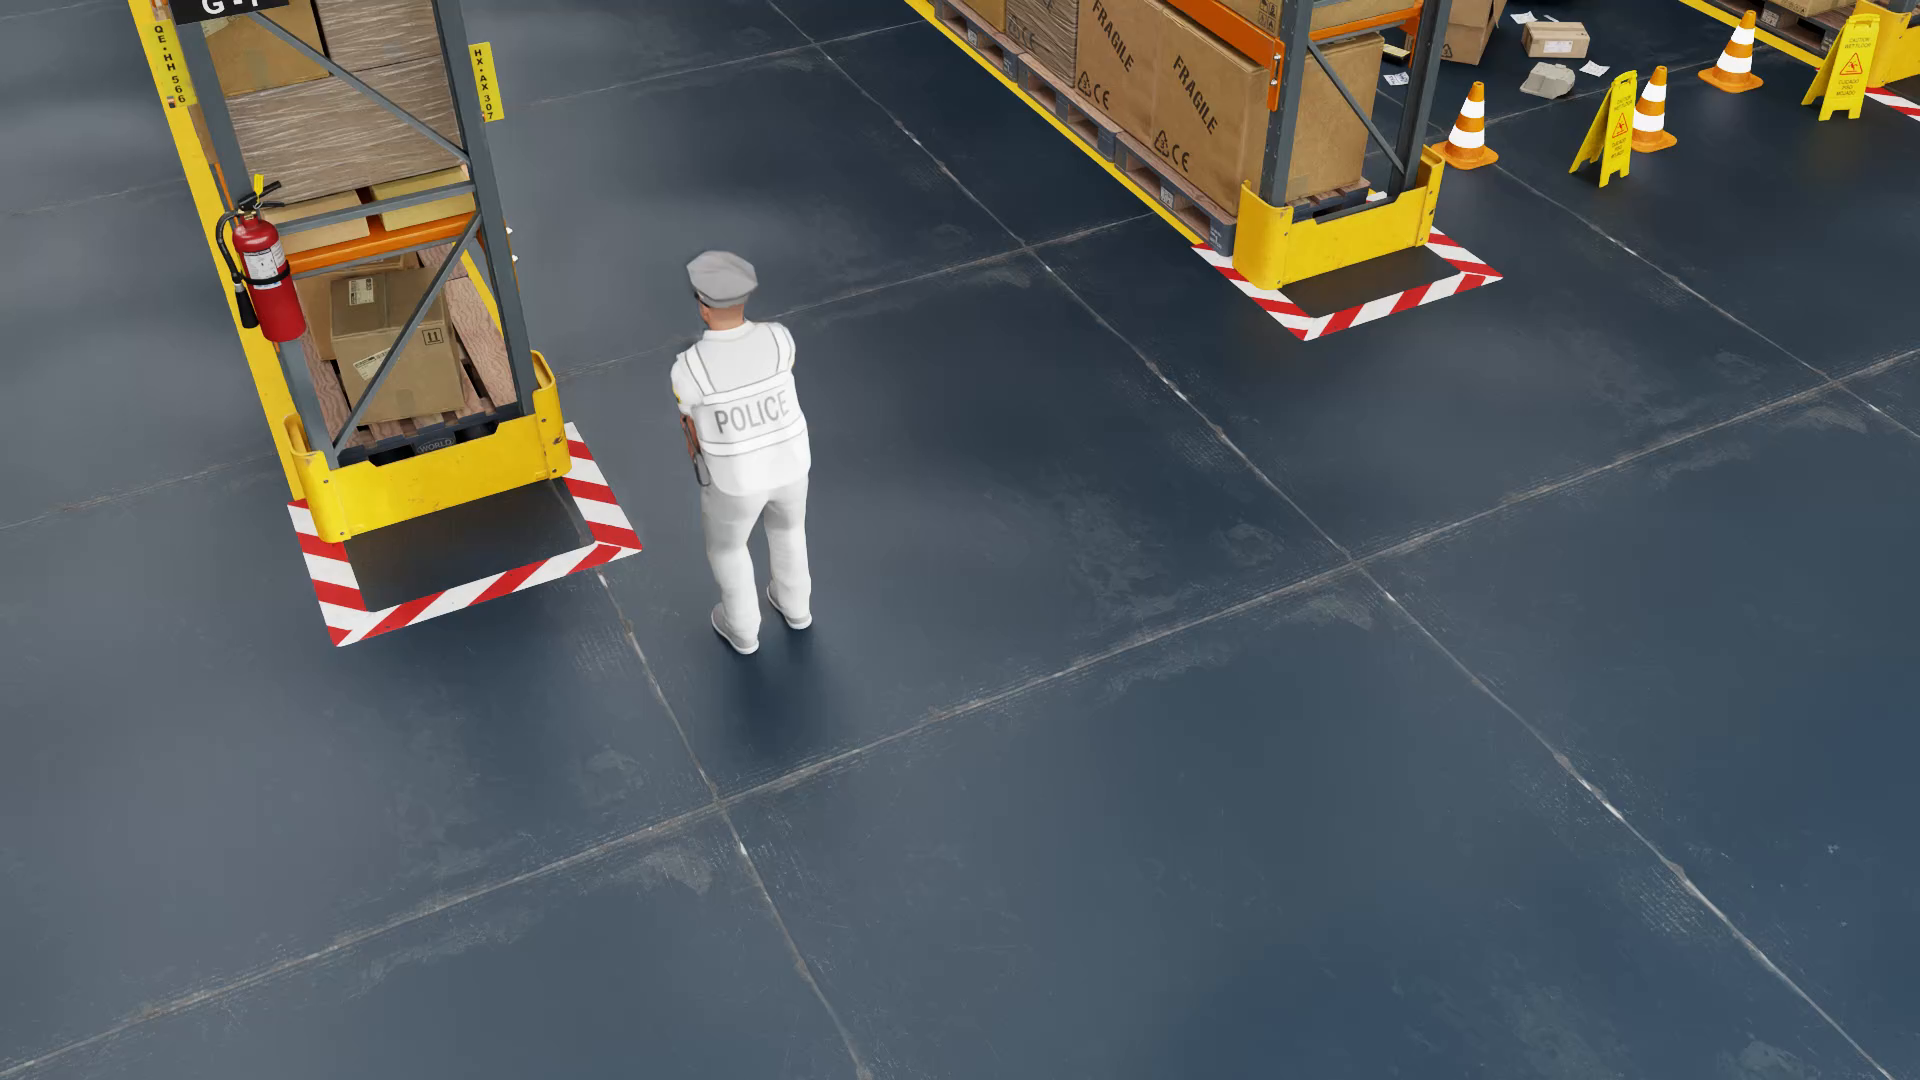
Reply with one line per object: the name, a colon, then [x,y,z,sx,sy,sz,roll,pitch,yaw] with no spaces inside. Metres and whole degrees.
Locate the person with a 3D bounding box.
person: [-0.860,-0.329,6.537,0.486,1.754,0.588,-20,45,-21]
